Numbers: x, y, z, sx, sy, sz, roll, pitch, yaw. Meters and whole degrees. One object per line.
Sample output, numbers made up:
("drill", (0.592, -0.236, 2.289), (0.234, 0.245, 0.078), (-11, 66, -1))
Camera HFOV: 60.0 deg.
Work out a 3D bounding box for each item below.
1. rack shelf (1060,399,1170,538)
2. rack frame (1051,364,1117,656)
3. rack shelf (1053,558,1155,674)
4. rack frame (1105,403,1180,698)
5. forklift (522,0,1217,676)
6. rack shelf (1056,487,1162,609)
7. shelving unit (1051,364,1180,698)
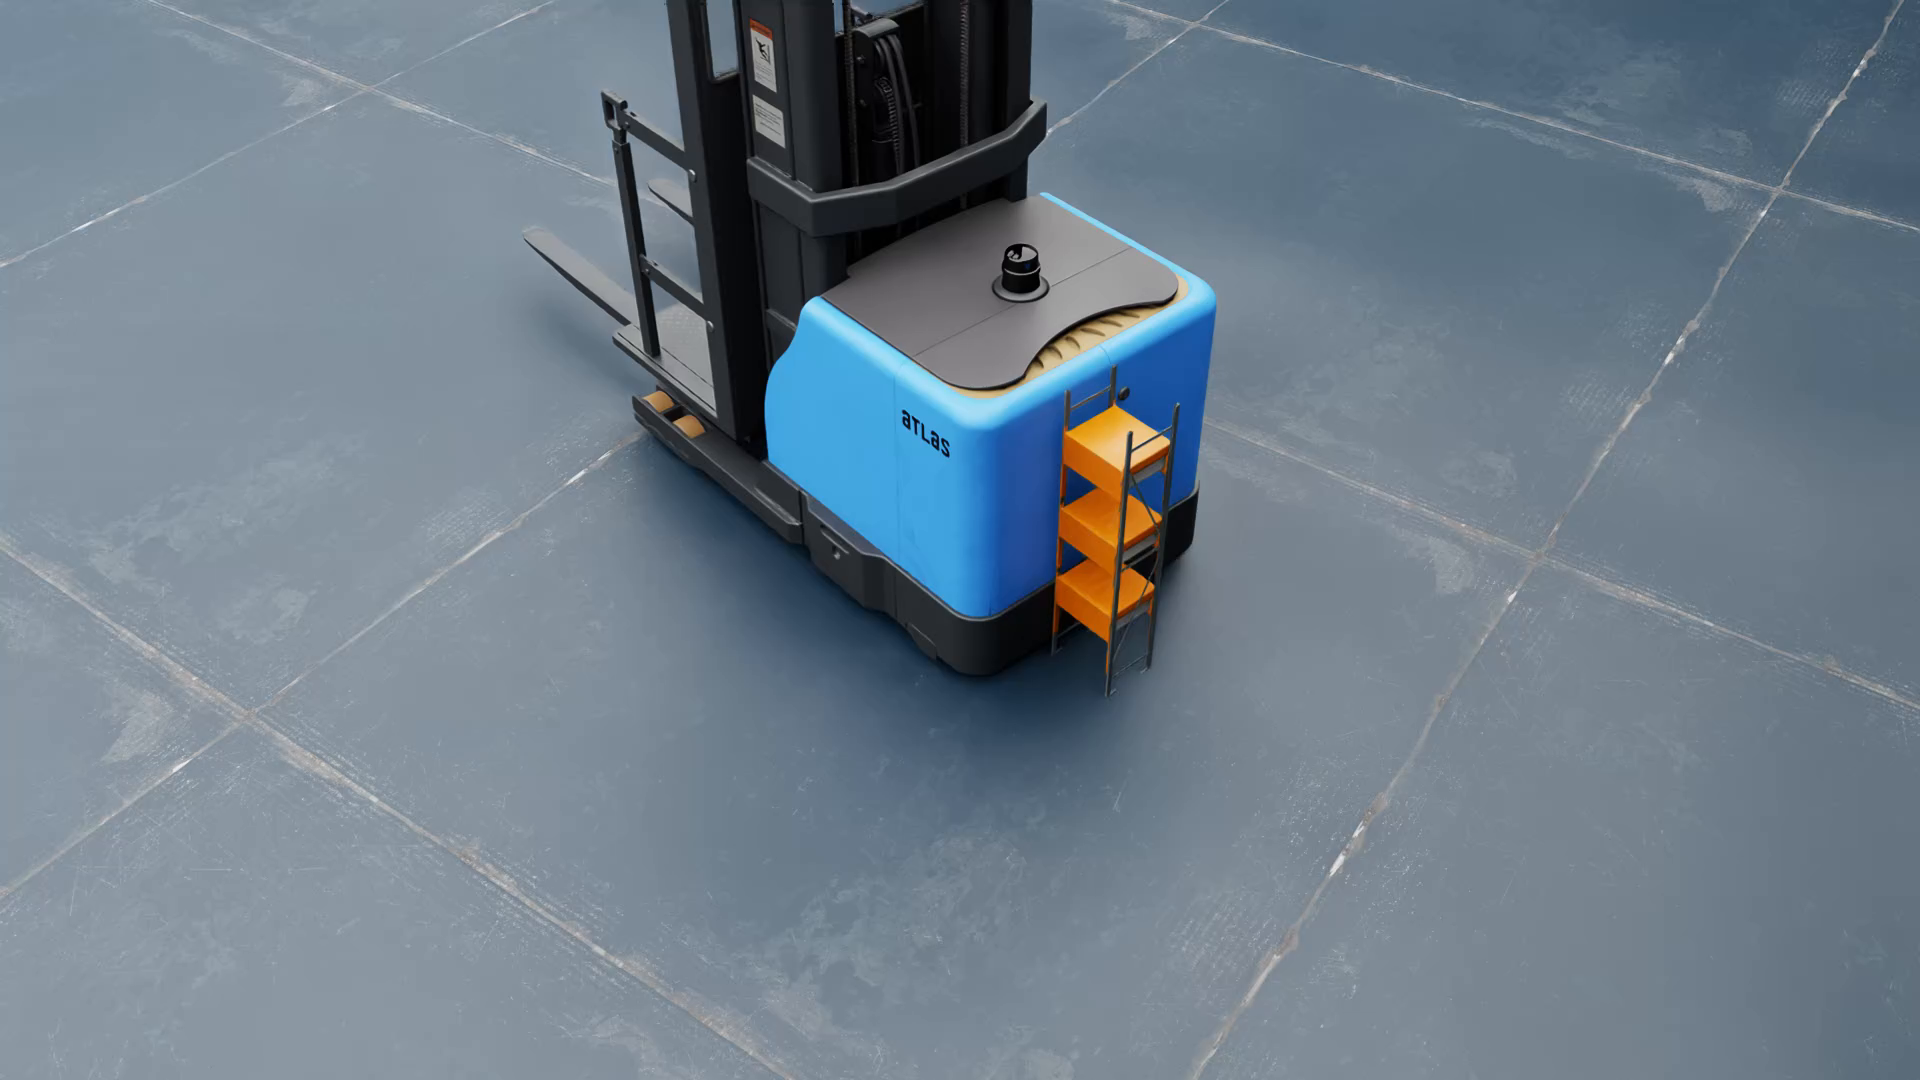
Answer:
("rack shelf", (0.450, -0.207, 4.784), (0.215, 0.259, 0.240), (-30, 50, -29))
("rack frame", (0.370, -0.064, 5.035), (0.200, 1.050, 0.008), (-30, 50, -29))
("rack shelf", (0.450, 0.212, 5.159), (0.215, 0.259, 0.240), (-30, 50, -29))
("rack frame", (0.530, 0.058, 4.898), (0.200, 1.050, 0.008), (-30, 50, -29))
("forklift", (-0.555, -1.578, 5.315), (1.130, 2.935, 3.031), (-30, 50, -29))
("rack shelf", (0.450, 0.005, 4.973), (0.215, 0.259, 0.240), (-30, 50, -29))
("shelving unit", (0.450, -0.003, 4.966), (0.215, 1.050, 0.252), (-30, 50, -29))
